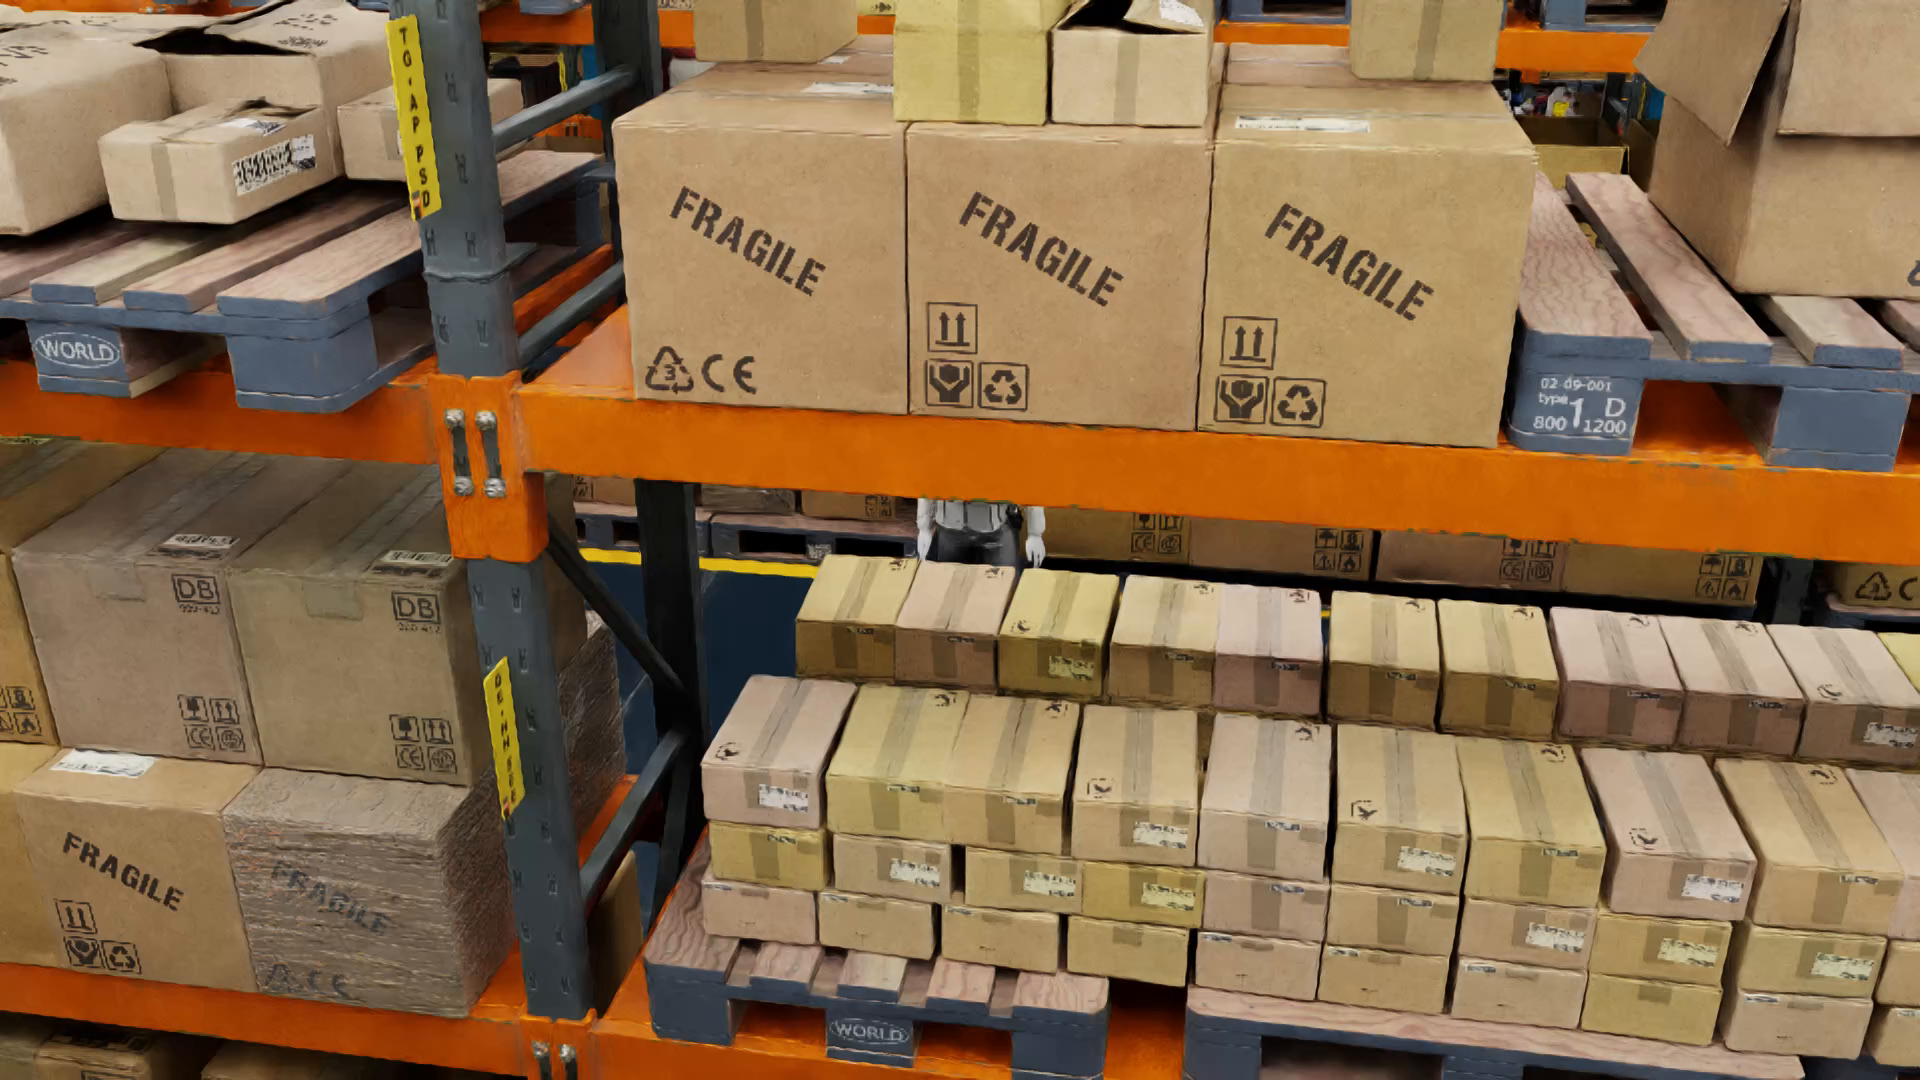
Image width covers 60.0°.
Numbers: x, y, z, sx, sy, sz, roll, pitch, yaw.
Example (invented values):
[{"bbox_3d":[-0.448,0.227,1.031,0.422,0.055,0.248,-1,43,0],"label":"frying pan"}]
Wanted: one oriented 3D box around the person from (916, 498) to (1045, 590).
[{"bbox_3d":[0.071,-0.047,7.134,0.608,1.689,0.357,10,27,21],"label":"person"}]
